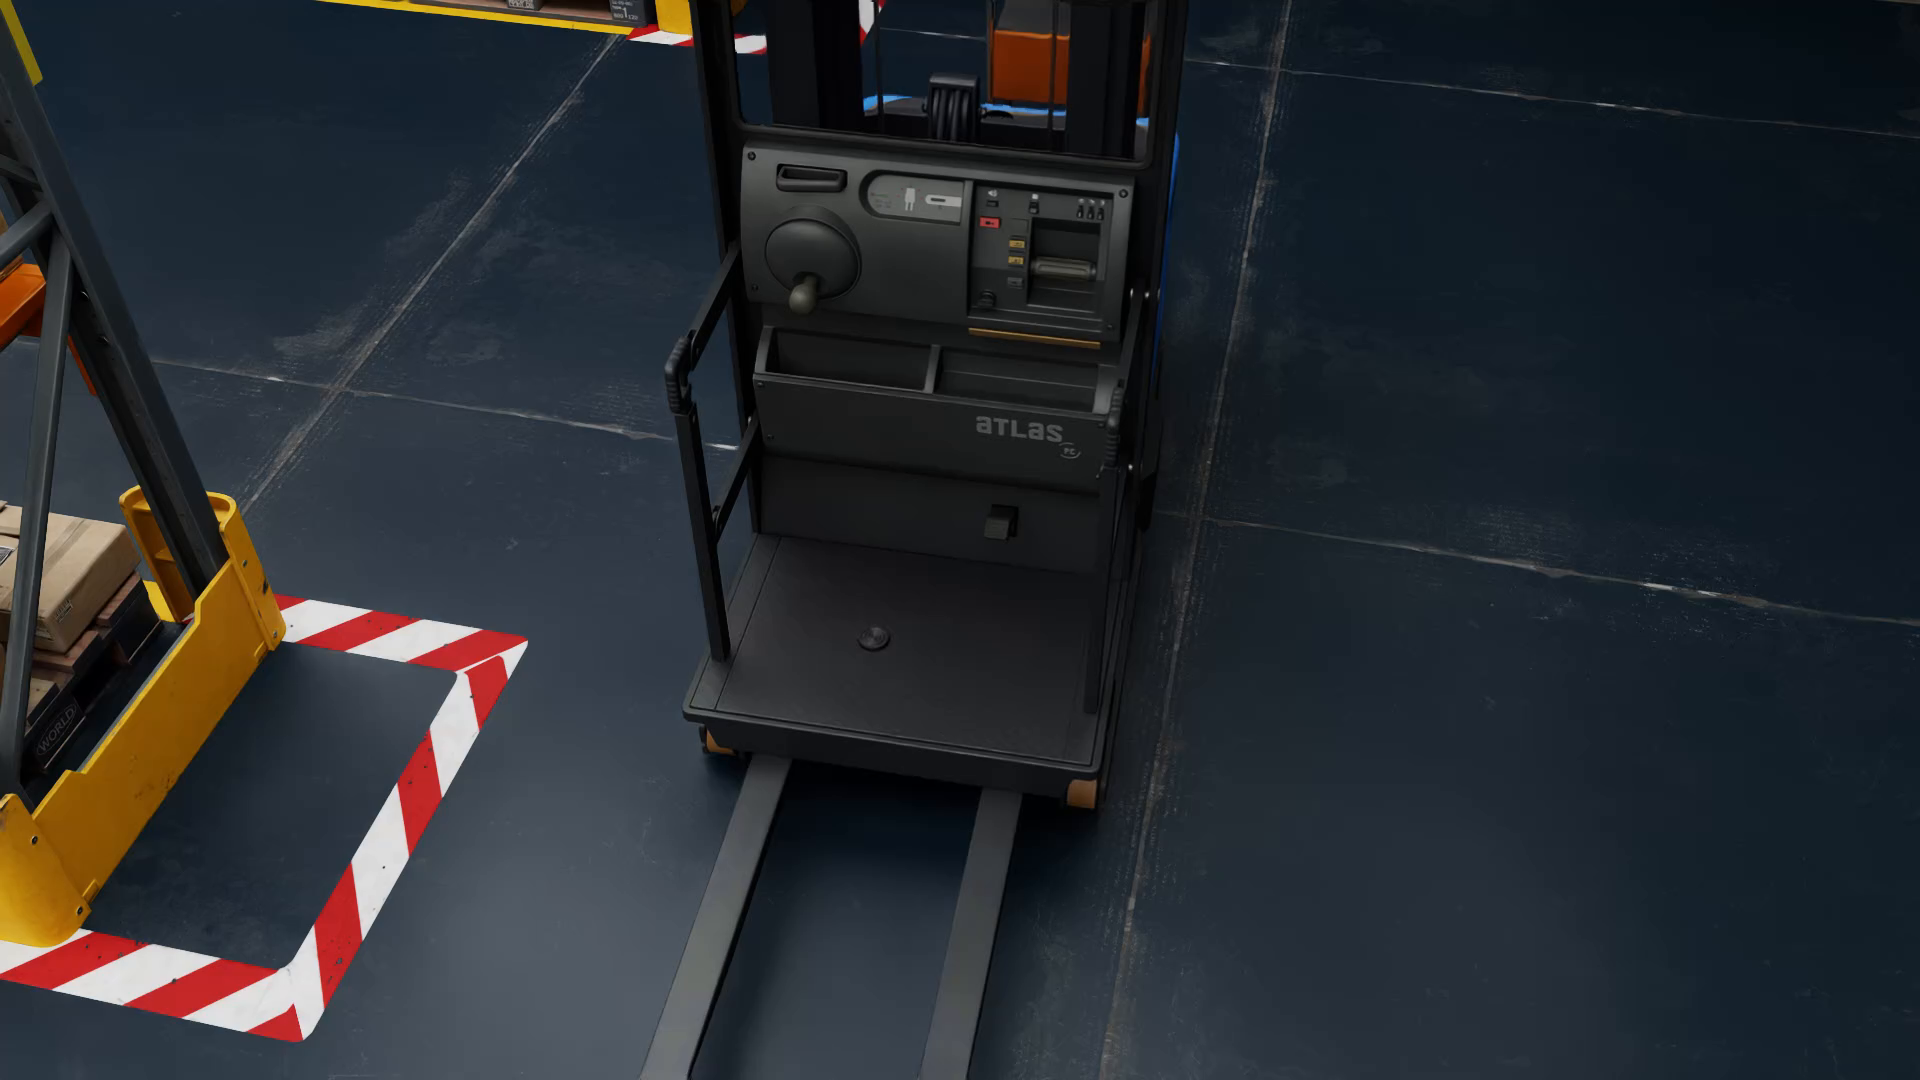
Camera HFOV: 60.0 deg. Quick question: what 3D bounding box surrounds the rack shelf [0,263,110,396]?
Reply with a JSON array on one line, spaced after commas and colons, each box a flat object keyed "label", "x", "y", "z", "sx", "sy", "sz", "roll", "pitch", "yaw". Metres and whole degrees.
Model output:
[{"label": "rack shelf", "x": -4.172, "y": -0.500, "z": 4.125, "sx": 4.000, "sy": 0.370, "sz": 1.077, "roll": 9, "pitch": 45, "yaw": 9}]

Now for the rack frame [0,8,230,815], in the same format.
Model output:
[{"label": "rack frame", "x": -2.221, "y": -0.456, "z": 3.561, "sx": 0.127, "sy": 3.000, "sz": 1.000, "roll": 9, "pitch": 45, "yaw": 9}]

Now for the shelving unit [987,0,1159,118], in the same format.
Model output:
[{"label": "shelving unit", "x": 0.367, "y": -1.495, "z": 5.289, "sx": 0.503, "sy": 2.100, "sz": 0.431, "roll": 7, "pitch": 44, "yaw": 8}]

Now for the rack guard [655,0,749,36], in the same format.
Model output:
[{"label": "rack guard", "x": -1.119, "y": -2.905, "z": 7.907, "sx": 0.348, "sy": 0.500, "sz": 1.175, "roll": 9, "pitch": 45, "yaw": 9}]

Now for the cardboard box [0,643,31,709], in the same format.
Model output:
[{"label": "cardboard box", "x": -2.805, "y": 0.370, "z": 4.188, "sx": 0.500, "sy": 0.500, "sz": 0.500, "roll": 9, "pitch": 45, "yaw": 9}]

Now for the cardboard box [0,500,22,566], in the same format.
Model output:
[{"label": "cardboard box", "x": -2.798, "y": 0.072, "z": 4.738, "sx": 0.250, "sy": 0.166, "sz": 0.380, "roll": 9, "pitch": 45, "yaw": 9}]

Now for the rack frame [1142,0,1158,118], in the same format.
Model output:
[{"label": "rack frame", "x": 0.606, "y": -1.463, "z": 5.256, "sx": 0.015, "sy": 2.100, "sz": 0.400, "roll": 7, "pitch": 44, "yaw": 8}]

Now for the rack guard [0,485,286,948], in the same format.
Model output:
[{"label": "rack guard", "x": -2.295, "y": 0.433, "z": 4.440, "sx": 0.348, "sy": 0.500, "sz": 1.175, "roll": 9, "pitch": 45, "yaw": 9}]

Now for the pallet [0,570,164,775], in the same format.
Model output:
[{"label": "pallet", "x": -3.073, "y": 0.417, "z": 4.665, "sx": 1.213, "sy": 0.211, "sz": 1.003, "roll": 9, "pitch": 45, "yaw": 9}]

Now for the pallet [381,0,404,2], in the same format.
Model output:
[{"label": "pallet", "x": -3.127, "y": -3.059, "z": 8.276, "sx": 1.213, "sy": 0.211, "sz": 1.003, "roll": 9, "pitch": 45, "yaw": 9}]

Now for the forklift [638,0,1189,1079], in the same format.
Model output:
[{"label": "forklift", "x": -0.100, "y": -0.612, "z": 3.773, "sx": 1.130, "sy": 2.935, "sz": 3.031, "roll": 7, "pitch": 44, "yaw": 8}]

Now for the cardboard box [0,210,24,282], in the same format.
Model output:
[{"label": "cardboard box", "x": -2.596, "y": -0.738, "z": 3.781, "sx": 0.500, "sy": 0.500, "sz": 0.500, "roll": 10, "pitch": 45, "yaw": 10}]

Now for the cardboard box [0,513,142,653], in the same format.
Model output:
[{"label": "cardboard box", "x": -2.554, "y": 0.116, "z": 4.705, "sx": 0.250, "sy": 0.149, "sz": 0.380, "roll": 9, "pitch": 45, "yaw": 9}]

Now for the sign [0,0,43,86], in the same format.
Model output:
[{"label": "sign", "x": -2.102, "y": -1.135, "z": 3.642, "sx": 0.005, "sy": 0.325, "sz": 0.100, "roll": 9, "pitch": 45, "yaw": 9}]

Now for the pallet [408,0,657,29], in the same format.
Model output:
[{"label": "pallet", "x": -1.940, "y": -2.873, "z": 8.082, "sx": 1.213, "sy": 0.211, "sz": 1.003, "roll": 9, "pitch": 45, "yaw": 9}]

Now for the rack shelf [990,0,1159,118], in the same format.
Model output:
[{"label": "rack shelf", "x": 0.367, "y": -1.485, "z": 5.298, "sx": 0.480, "sy": 0.518, "sz": 0.431, "roll": 7, "pitch": 44, "yaw": 8}]

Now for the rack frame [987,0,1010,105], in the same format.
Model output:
[{"label": "rack frame", "x": 0.127, "y": -1.526, "z": 5.321, "sx": 0.015, "sy": 2.100, "sz": 0.400, "roll": 7, "pitch": 44, "yaw": 8}]
